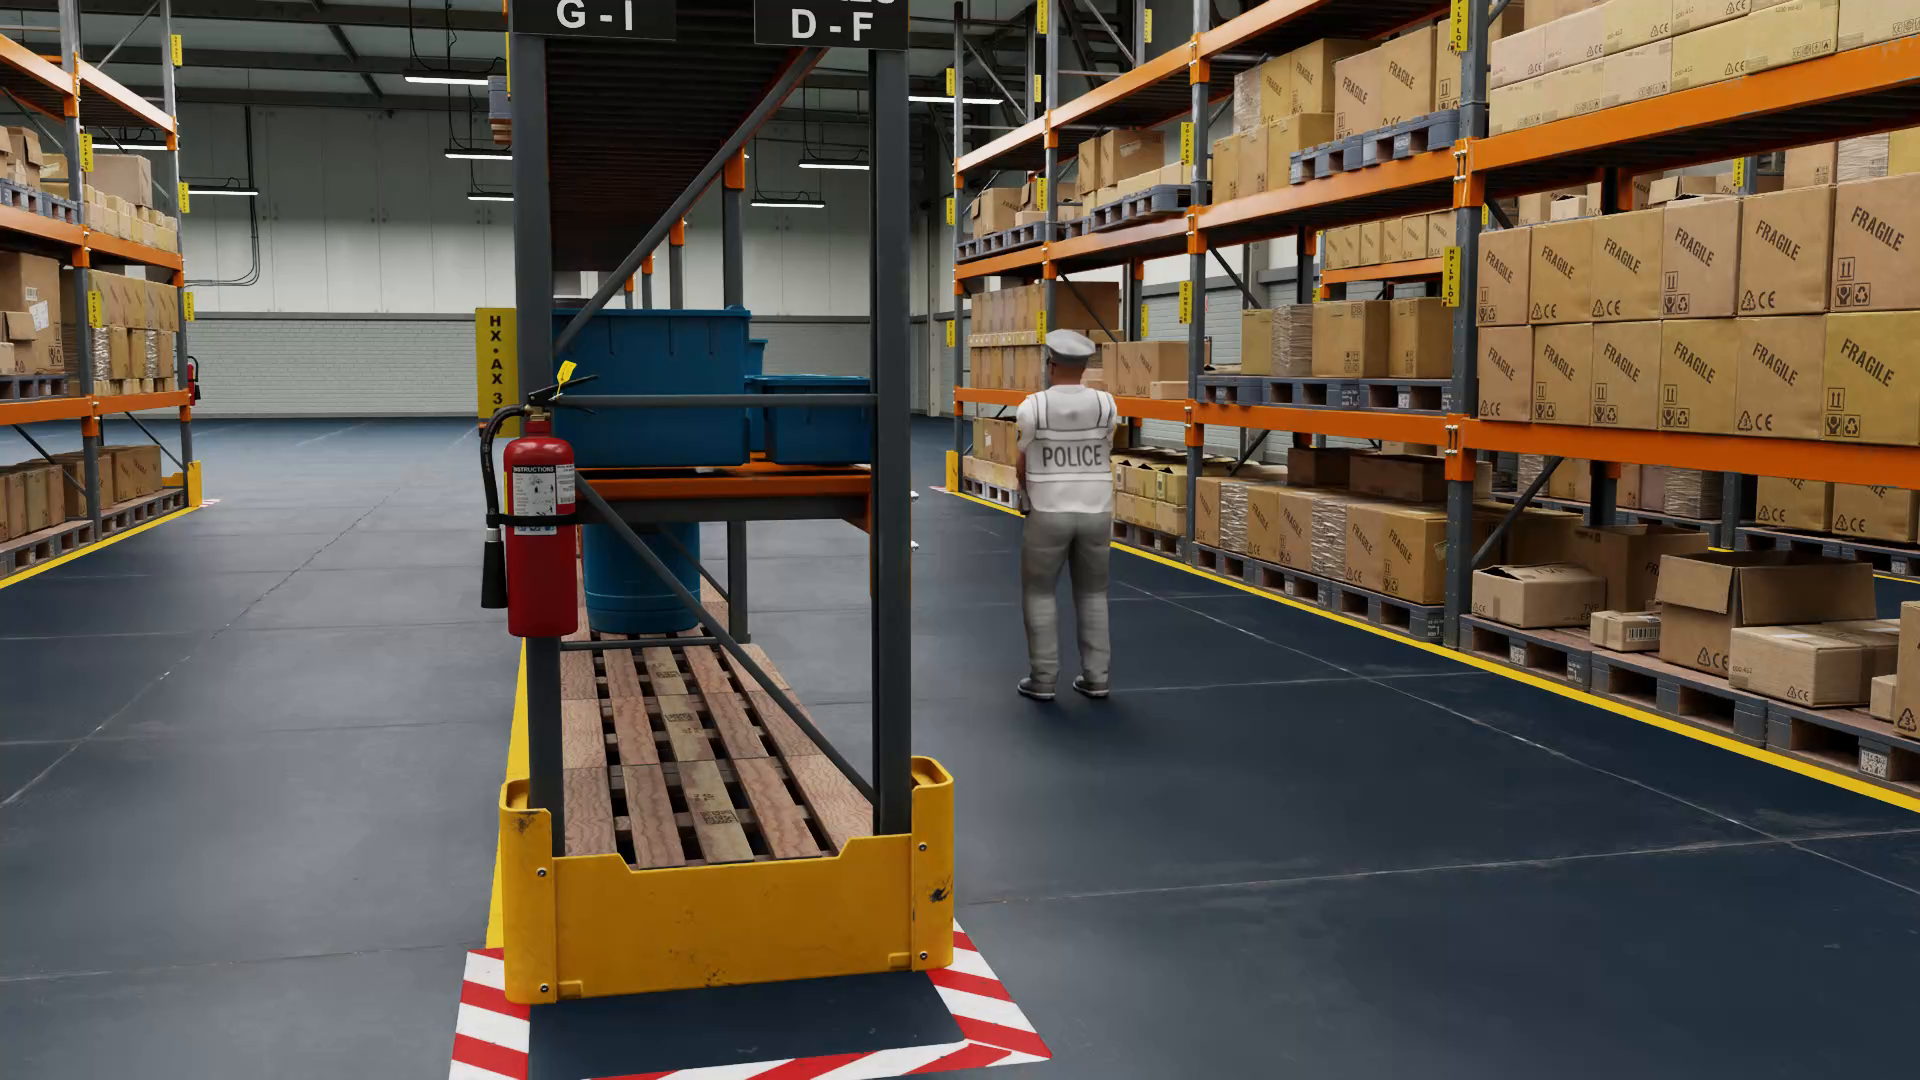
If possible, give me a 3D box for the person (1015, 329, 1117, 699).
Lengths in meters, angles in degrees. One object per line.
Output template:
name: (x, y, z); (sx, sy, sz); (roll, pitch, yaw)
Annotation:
person: (0.481, -0.131, 8.049); (0.493, 1.768, 0.573); (-1, 6, -14)
